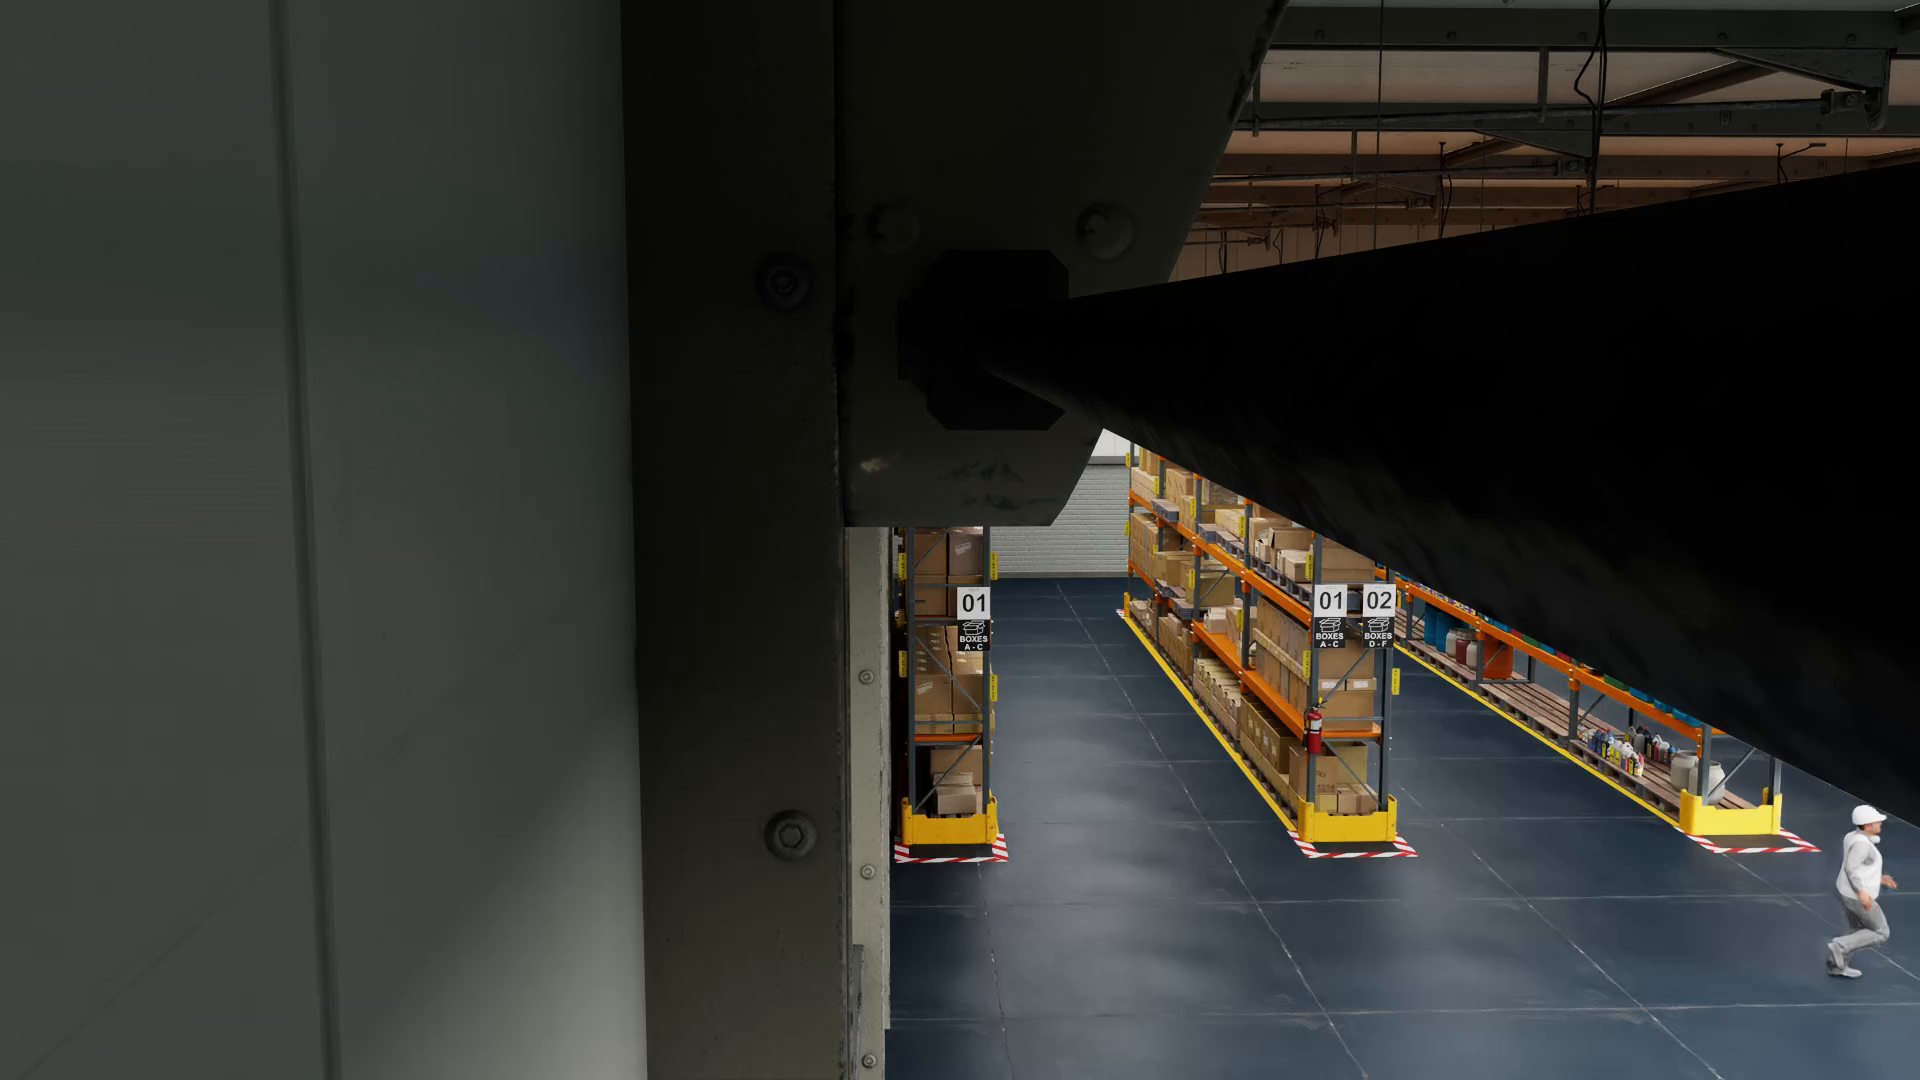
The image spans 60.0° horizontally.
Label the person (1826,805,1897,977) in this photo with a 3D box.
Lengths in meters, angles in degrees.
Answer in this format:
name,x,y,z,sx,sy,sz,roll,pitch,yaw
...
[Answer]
name,x,y,z,sx,sy,sz,roll,pitch,yaw
person,8.773,3.421,16.135,0.609,1.723,0.646,2,8,19
